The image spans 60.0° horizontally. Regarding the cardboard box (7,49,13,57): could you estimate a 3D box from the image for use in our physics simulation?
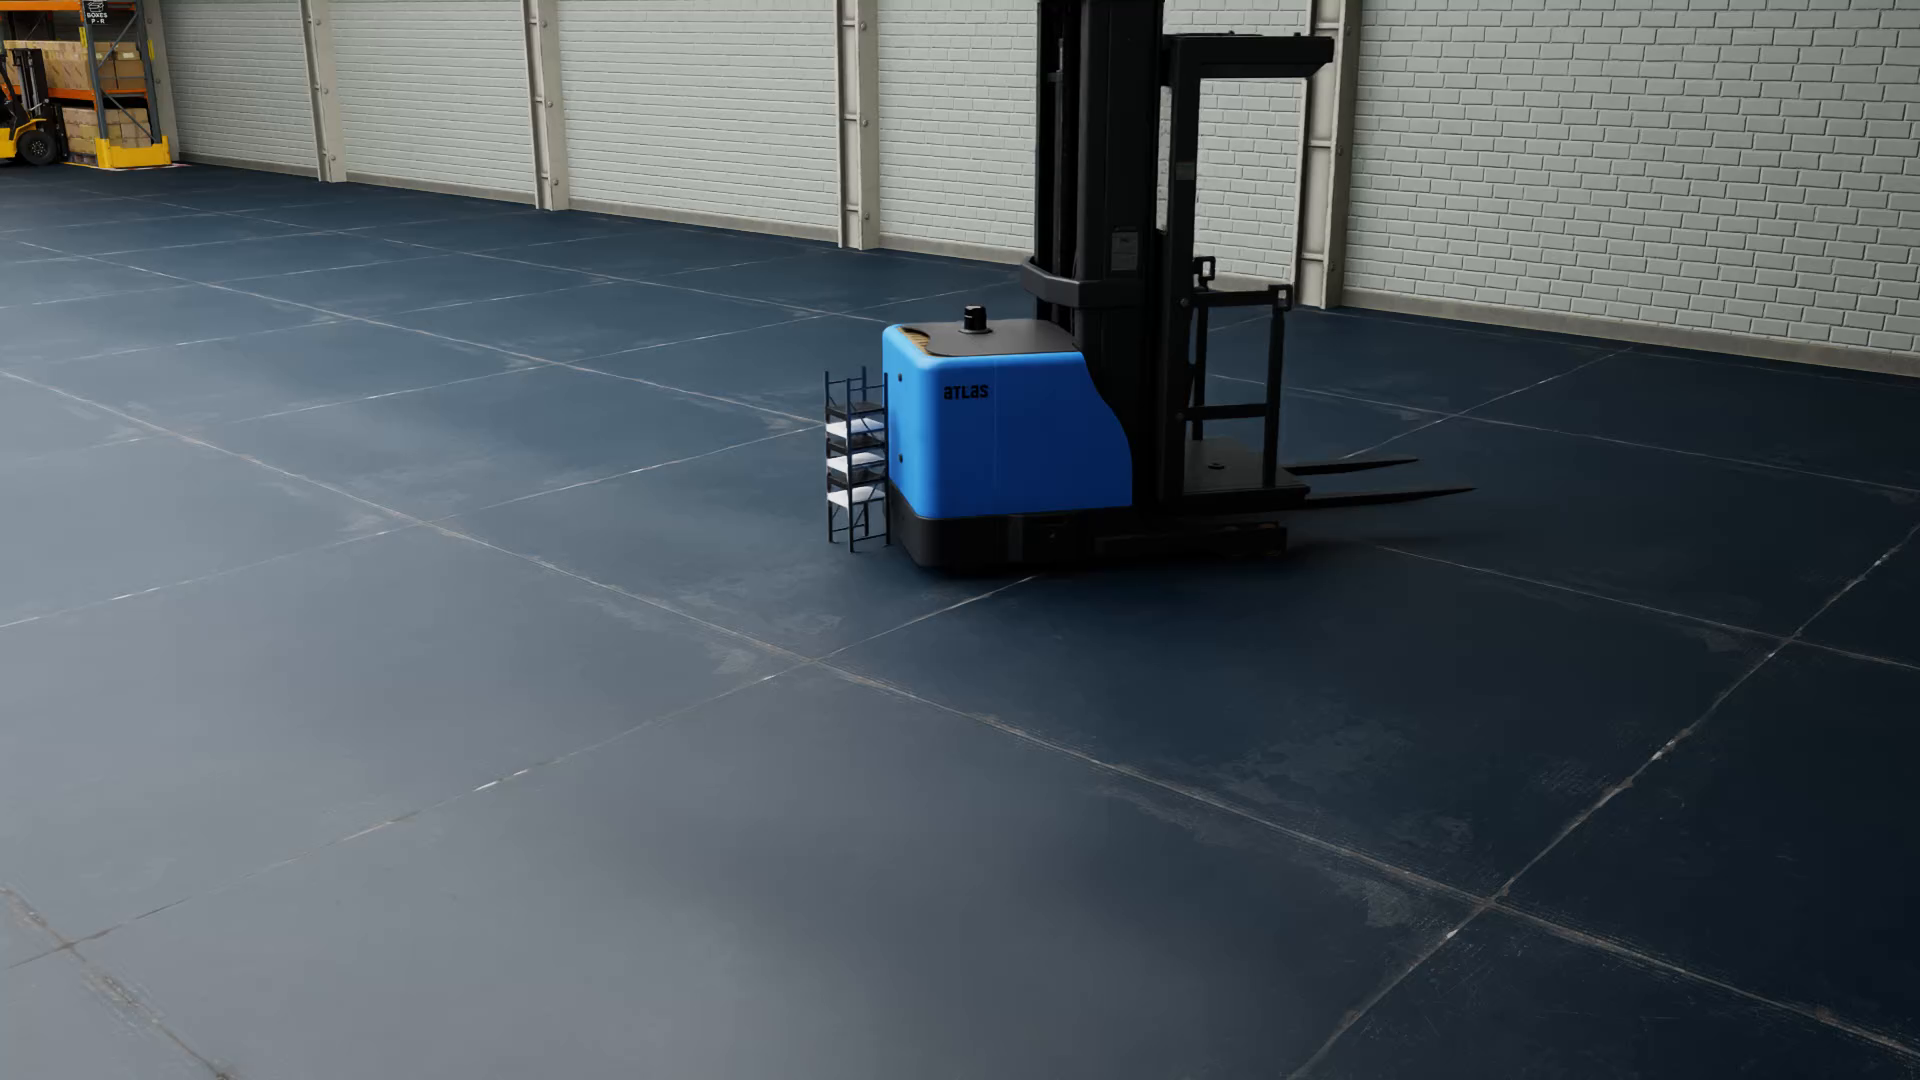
[{"bbox_3d":[-17.637,-9.143,31.223,0.250,0.149,0.380,15,23,38],"label":"cardboard box"}]

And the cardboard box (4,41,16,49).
[{"bbox_3d":[-17.660,-9.277,31.154,0.250,0.149,0.380,16,23,40],"label":"cardboard box"}]

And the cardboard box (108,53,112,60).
[{"bbox_3d":[-15.018,-8.625,29.592,0.250,0.149,0.380,15,23,39],"label":"cardboard box"}]

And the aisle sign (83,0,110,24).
[{"bbox_3d":[-14.855,-9.266,28.551,0.004,0.787,0.394,15,23,39],"label":"aisle sign"}]

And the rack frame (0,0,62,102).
[{"bbox_3d":[-17.701,-8.909,31.726,0.127,3.000,1.000,15,23,39],"label":"rack frame"}]

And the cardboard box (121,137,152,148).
[{"bbox_3d":[-14.947,-7.138,29.997,0.500,0.250,0.500,15,23,39],"label":"cardboard box"}]

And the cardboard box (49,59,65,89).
[{"bbox_3d":[-16.017,-8.402,29.963,0.500,0.500,0.500,14,23,38],"label":"cardboard box"}]

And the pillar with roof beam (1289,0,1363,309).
[{"bbox_3d":[0.461,-5.516,11.117,0.400,9.000,9.100,15,23,39],"label":"pillar with roof beam"}]

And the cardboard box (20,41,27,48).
[{"bbox_3d":[-17.083,-9.120,30.662,0.250,0.149,0.380,16,23,40],"label":"cardboard box"}]

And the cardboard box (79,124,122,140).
[{"bbox_3d":[-15.281,-7.261,29.557,0.500,0.250,0.500,15,23,39],"label":"cardboard box"}]

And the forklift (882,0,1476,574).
[{"bbox_3d":[1.162,-1.450,8.334,3.031,2.935,1.130,-4,18,-13],"label":"forklift"}]

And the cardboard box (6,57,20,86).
[{"bbox_3d":[-17.542,-8.809,31.244,0.500,0.500,0.500,14,22,38],"label":"cardboard box"}]

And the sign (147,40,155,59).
[{"bbox_3d":[-14.336,-8.681,29.444,0.005,0.325,0.100,15,23,39],"label":"sign"}]

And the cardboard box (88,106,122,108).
[{"bbox_3d":[-15.686,-7.814,30.473,0.500,0.250,0.500,15,23,39],"label":"cardboard box"}]

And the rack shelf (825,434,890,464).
[{"bbox_3d":[-0.517,-0.460,8.387,0.258,0.077,0.200,-12,21,-34],"label":"rack shelf"}]

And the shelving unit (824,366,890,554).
[{"bbox_3d":[-0.517,-0.406,8.405,0.258,0.900,0.210,-12,21,-34],"label":"shelving unit"}]

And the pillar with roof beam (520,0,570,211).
[{"bbox_3d":[-8.514,-7.926,18.709,0.400,9.000,9.100,15,23,39],"label":"pillar with roof beam"}]

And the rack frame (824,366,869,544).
[{"bbox_3d":[-0.576,-0.431,8.484,0.240,0.900,0.006,-12,21,-34],"label":"rack frame"}]

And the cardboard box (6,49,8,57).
[{"bbox_3d":[-18.104,-9.284,31.670,0.250,0.149,0.380,16,24,41],"label":"cardboard box"}]

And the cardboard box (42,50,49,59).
[{"bbox_3d":[-16.494,-8.828,30.231,0.250,0.149,0.380,14,23,38],"label":"cardboard box"}]

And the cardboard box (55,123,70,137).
[{"bbox_3d":[-16.049,-7.463,30.193,0.500,0.250,0.500,14,23,38],"label":"cardboard box"}]

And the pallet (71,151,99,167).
[{"bbox_3d":[-15.309,-6.921,30.071,1.213,0.211,1.003,15,23,39],"label":"pallet"}]

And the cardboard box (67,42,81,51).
[{"bbox_3d":[-15.536,-8.718,29.393,0.250,0.149,0.380,16,23,40],"label":"cardboard box"}]

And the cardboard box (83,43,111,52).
[{"bbox_3d":[-15.117,-8.629,29.113,0.250,0.149,0.380,15,23,39],"label":"cardboard box"}]

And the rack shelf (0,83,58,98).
[{"bbox_3d":[-19.197,-8.968,33.100,4.000,0.370,1.077,15,23,39],"label":"rack shelf"}]

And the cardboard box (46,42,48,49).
[{"bbox_3d":[-16.268,-8.936,30.079,0.250,0.149,0.380,15,23,40],"label":"cardboard box"}]

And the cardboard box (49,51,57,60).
[{"bbox_3d":[-16.130,-8.721,29.895,0.250,0.149,0.380,15,23,40],"label":"cardboard box"}]

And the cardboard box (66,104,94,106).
[{"bbox_3d":[-16.446,-8.017,31.114,0.500,0.250,0.500,15,23,40],"label":"cardboard box"}]

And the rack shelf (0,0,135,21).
[{"bbox_3d":[-16.205,-9.594,30.115,4.000,0.370,1.077,15,23,39],"label":"rack shelf"}]

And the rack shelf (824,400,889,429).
[{"bbox_3d":[-0.517,-0.632,8.333,0.258,0.077,0.200,-12,21,-34],"label":"rack shelf"}]

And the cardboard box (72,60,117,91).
[{"bbox_3d":[-15.252,-8.193,29.304,0.500,0.500,0.500,14,23,38],"label":"cardboard box"}]

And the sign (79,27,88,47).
[{"bbox_3d":[-15.080,-8.651,28.606,0.005,0.325,0.100,15,23,39],"label":"sign"}]

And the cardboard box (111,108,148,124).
[{"bbox_3d":[-14.943,-7.612,29.835,0.500,0.250,0.500,15,23,38],"label":"cardboard box"}]

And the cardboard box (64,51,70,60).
[{"bbox_3d":[-15.697,-8.632,29.614,0.250,0.149,0.380,15,23,39],"label":"cardboard box"}]

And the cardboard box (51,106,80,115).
[{"bbox_3d":[-16.405,-7.798,30.422,0.500,0.250,0.500,14,23,38],"label":"cardboard box"}]

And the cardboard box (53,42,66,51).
[{"bbox_3d":[-15.941,-8.812,29.689,0.250,0.149,0.380,16,23,41],"label":"cardboard box"}]

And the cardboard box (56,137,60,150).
[{"bbox_3d":[-16.408,-7.322,30.576,0.500,0.250,0.500,16,24,41],"label":"cardboard box"}]

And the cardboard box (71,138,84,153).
[{"bbox_3d":[-15.636,-7.120,29.941,0.500,0.250,0.500,15,23,39],"label":"cardboard box"}]

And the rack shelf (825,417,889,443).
[{"bbox_3d":[-0.517,-0.546,8.360,0.258,0.077,0.200,-12,21,-34],"label":"rack shelf"}]

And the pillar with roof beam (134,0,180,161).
[{"bbox_3d":[-17.489,-10.335,26.301,0.400,9.000,9.100,15,23,39],"label":"pillar with roof beam"}]

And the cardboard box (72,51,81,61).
[{"bbox_3d":[-15.365,-8.514,29.242,0.250,0.149,0.380,16,23,40],"label":"cardboard box"}]

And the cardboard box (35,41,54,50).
[{"bbox_3d":[-16.643,-9.036,30.396,0.250,0.149,0.380,15,23,39],"label":"cardboard box"}]

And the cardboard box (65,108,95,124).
[{"bbox_3d":[-15.647,-7.595,29.784,0.500,0.250,0.500,16,23,40],"label":"cardboard box"}]
